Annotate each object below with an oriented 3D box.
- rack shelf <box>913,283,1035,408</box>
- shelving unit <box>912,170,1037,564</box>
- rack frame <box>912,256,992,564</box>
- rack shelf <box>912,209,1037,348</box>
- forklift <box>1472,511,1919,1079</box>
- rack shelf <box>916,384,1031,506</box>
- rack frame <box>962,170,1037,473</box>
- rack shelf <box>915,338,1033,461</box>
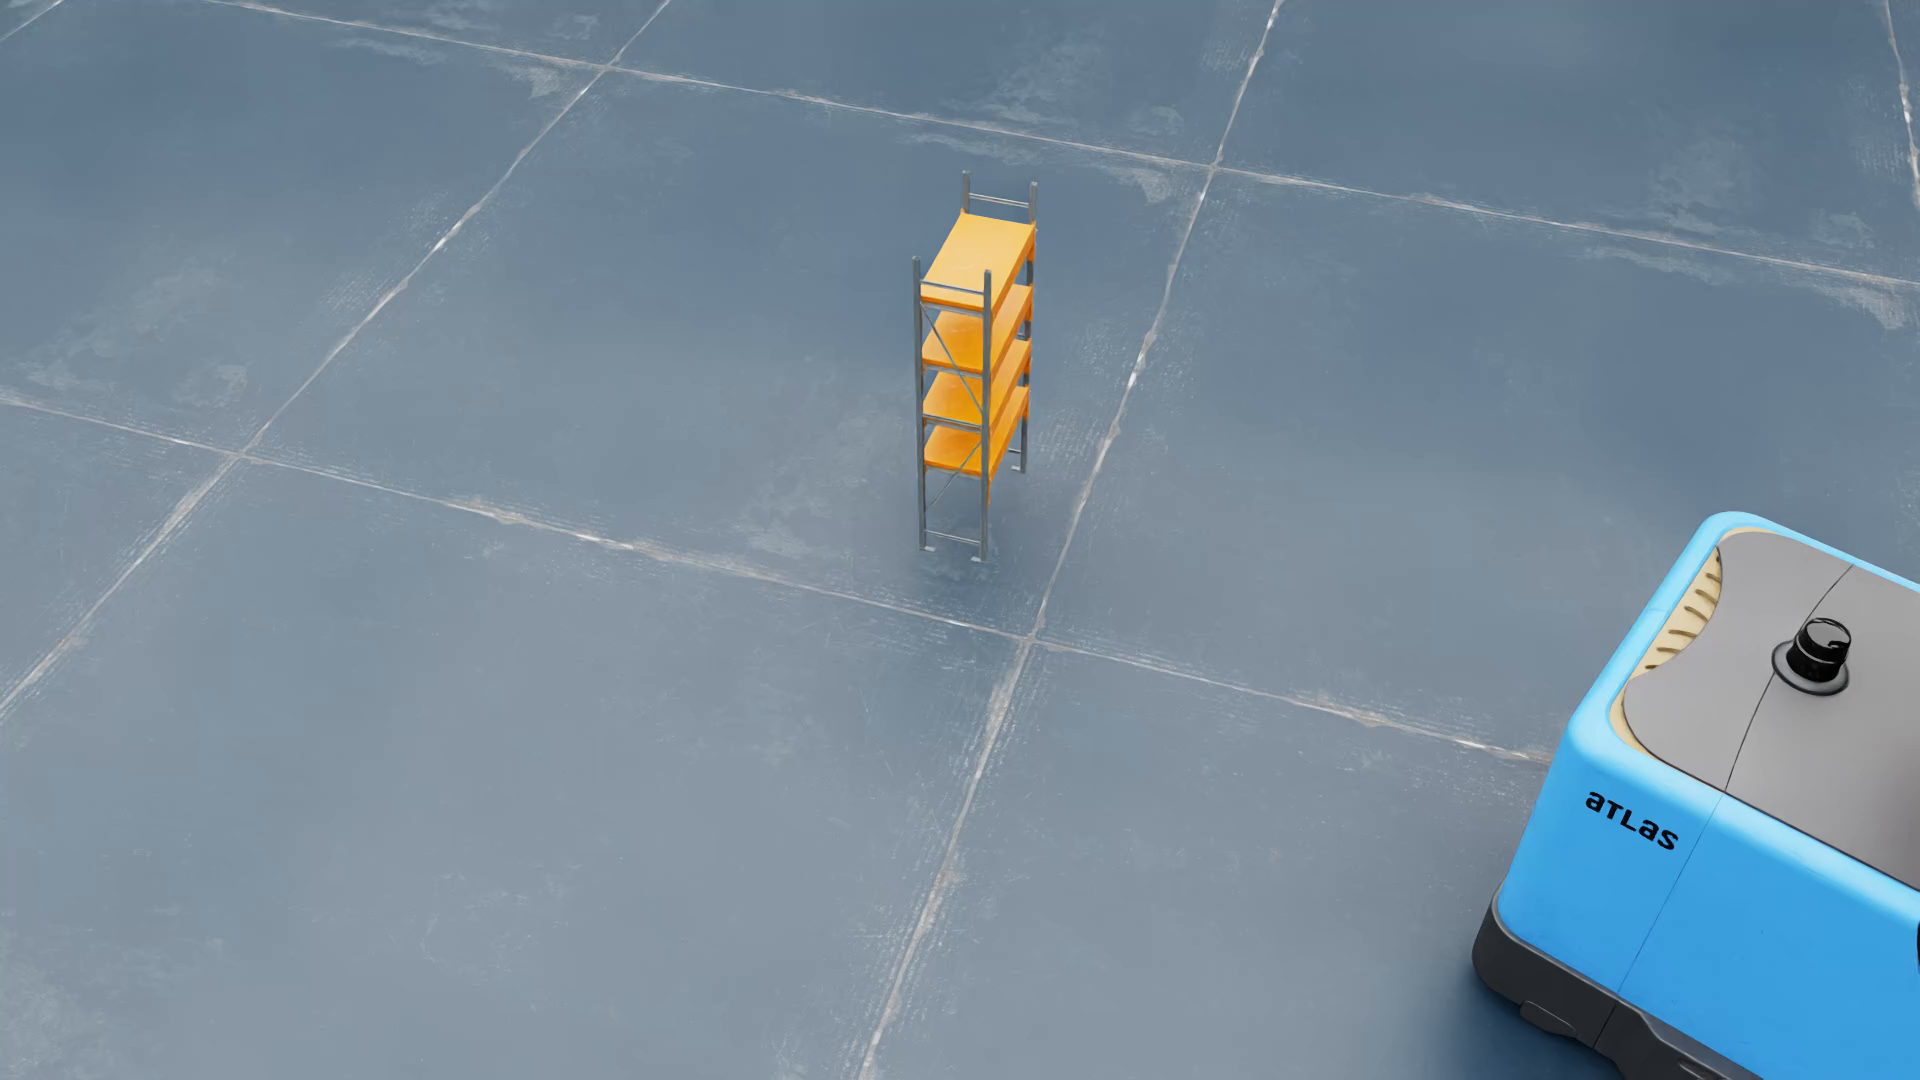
[{"bbox_3d":[0.050,-0.651,5.334,0.258,0.148,0.480,13,46,12],"label":"rack shelf"},{"bbox_3d":[0.050,-0.539,5.443,0.258,1.200,0.503,13,46,12],"label":"shelving unit"},{"bbox_3d":[-0.024,-0.377,5.277,0.240,1.200,0.015,13,46,12],"label":"rack frame"},{"bbox_3d":[0.050,-0.820,5.168,0.258,0.148,0.480,13,46,12],"label":"rack shelf"},{"bbox_3d":[2.853,0.523,3.120,3.031,2.935,1.130,29,51,26],"label":"forklift"},{"bbox_3d":[0.050,-0.349,5.629,0.258,0.148,0.480,13,46,12],"label":"rack shelf"},{"bbox_3d":[0.124,-0.702,5.609,0.240,1.200,0.015,13,46,12],"label":"rack frame"},{"bbox_3d":[0.050,-0.491,5.490,0.258,0.148,0.480,13,46,12],"label":"rack shelf"}]
